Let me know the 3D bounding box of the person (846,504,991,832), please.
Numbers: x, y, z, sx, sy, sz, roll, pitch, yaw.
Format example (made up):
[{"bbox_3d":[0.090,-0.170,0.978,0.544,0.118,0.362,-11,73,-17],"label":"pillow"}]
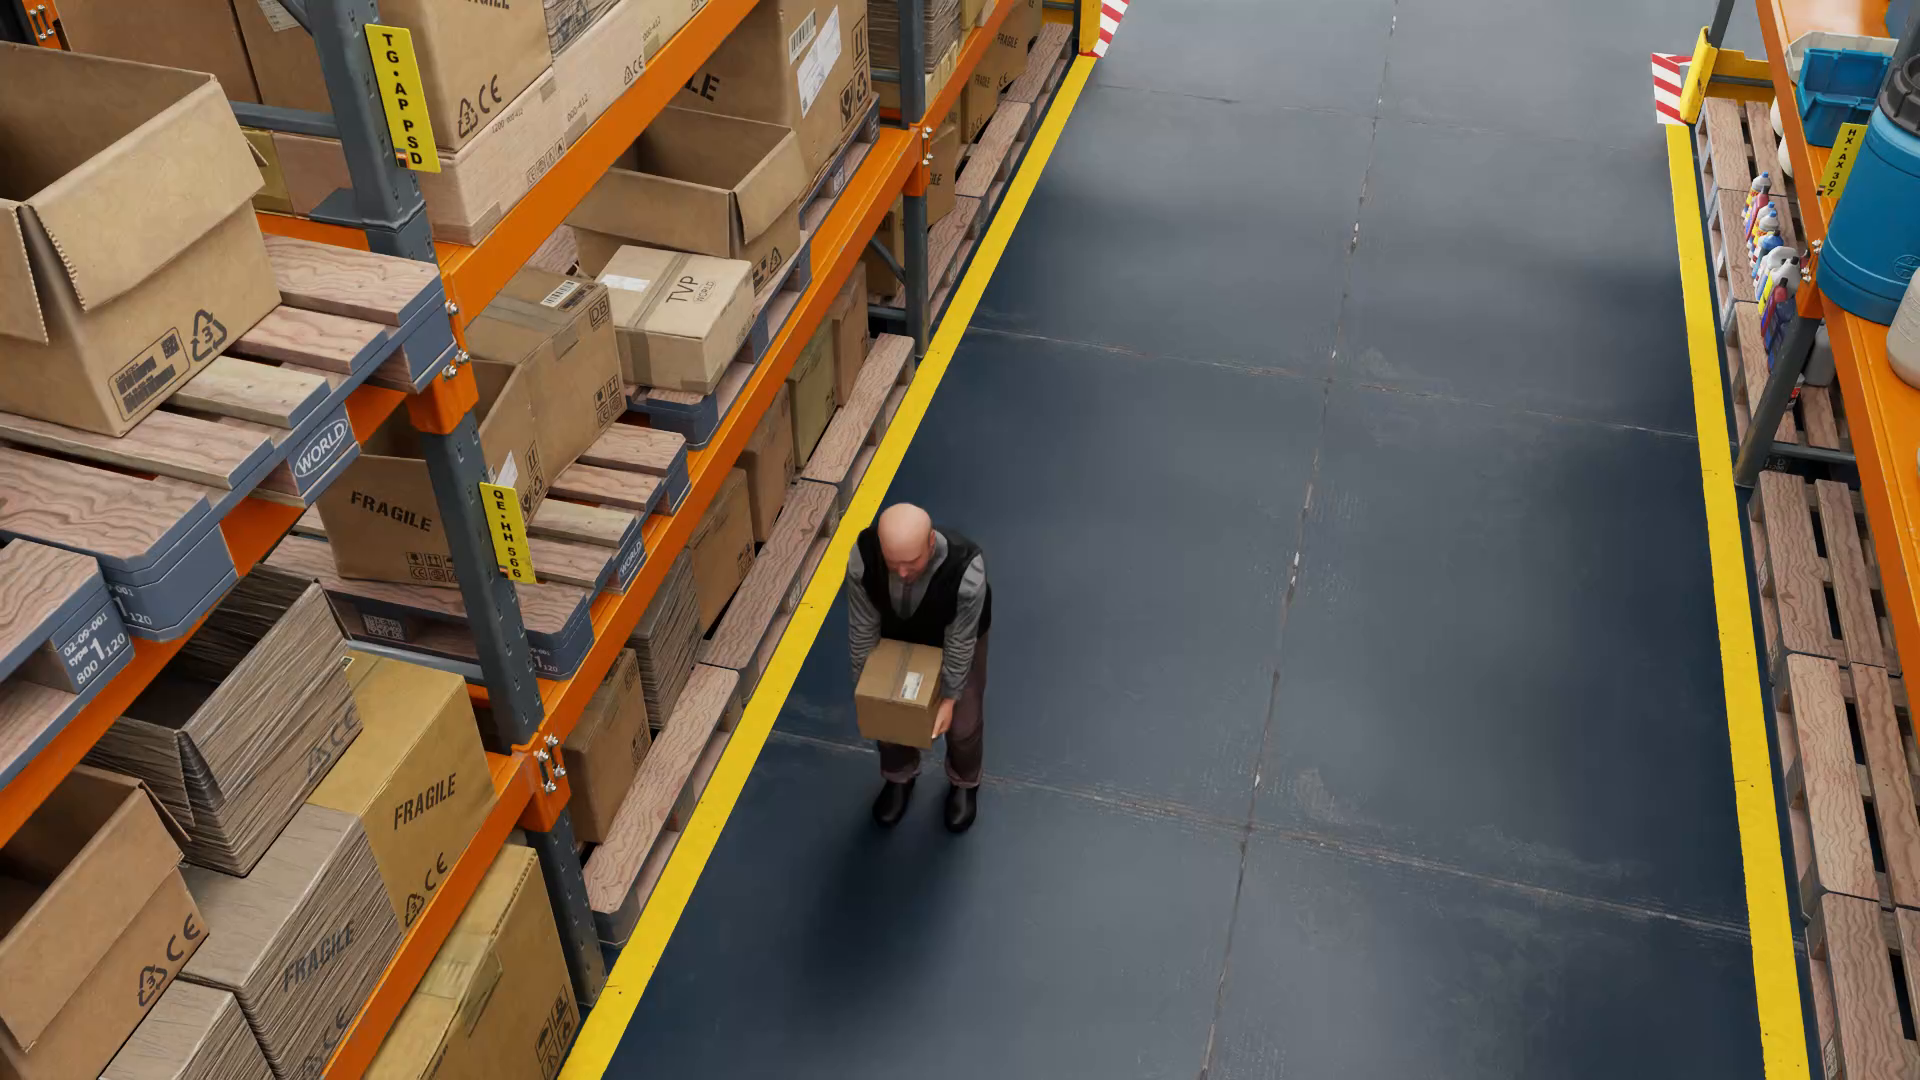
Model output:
[{"bbox_3d":[-0.126,0.404,5.775,0.471,1.640,0.612,9,42,11],"label":"person"}]
